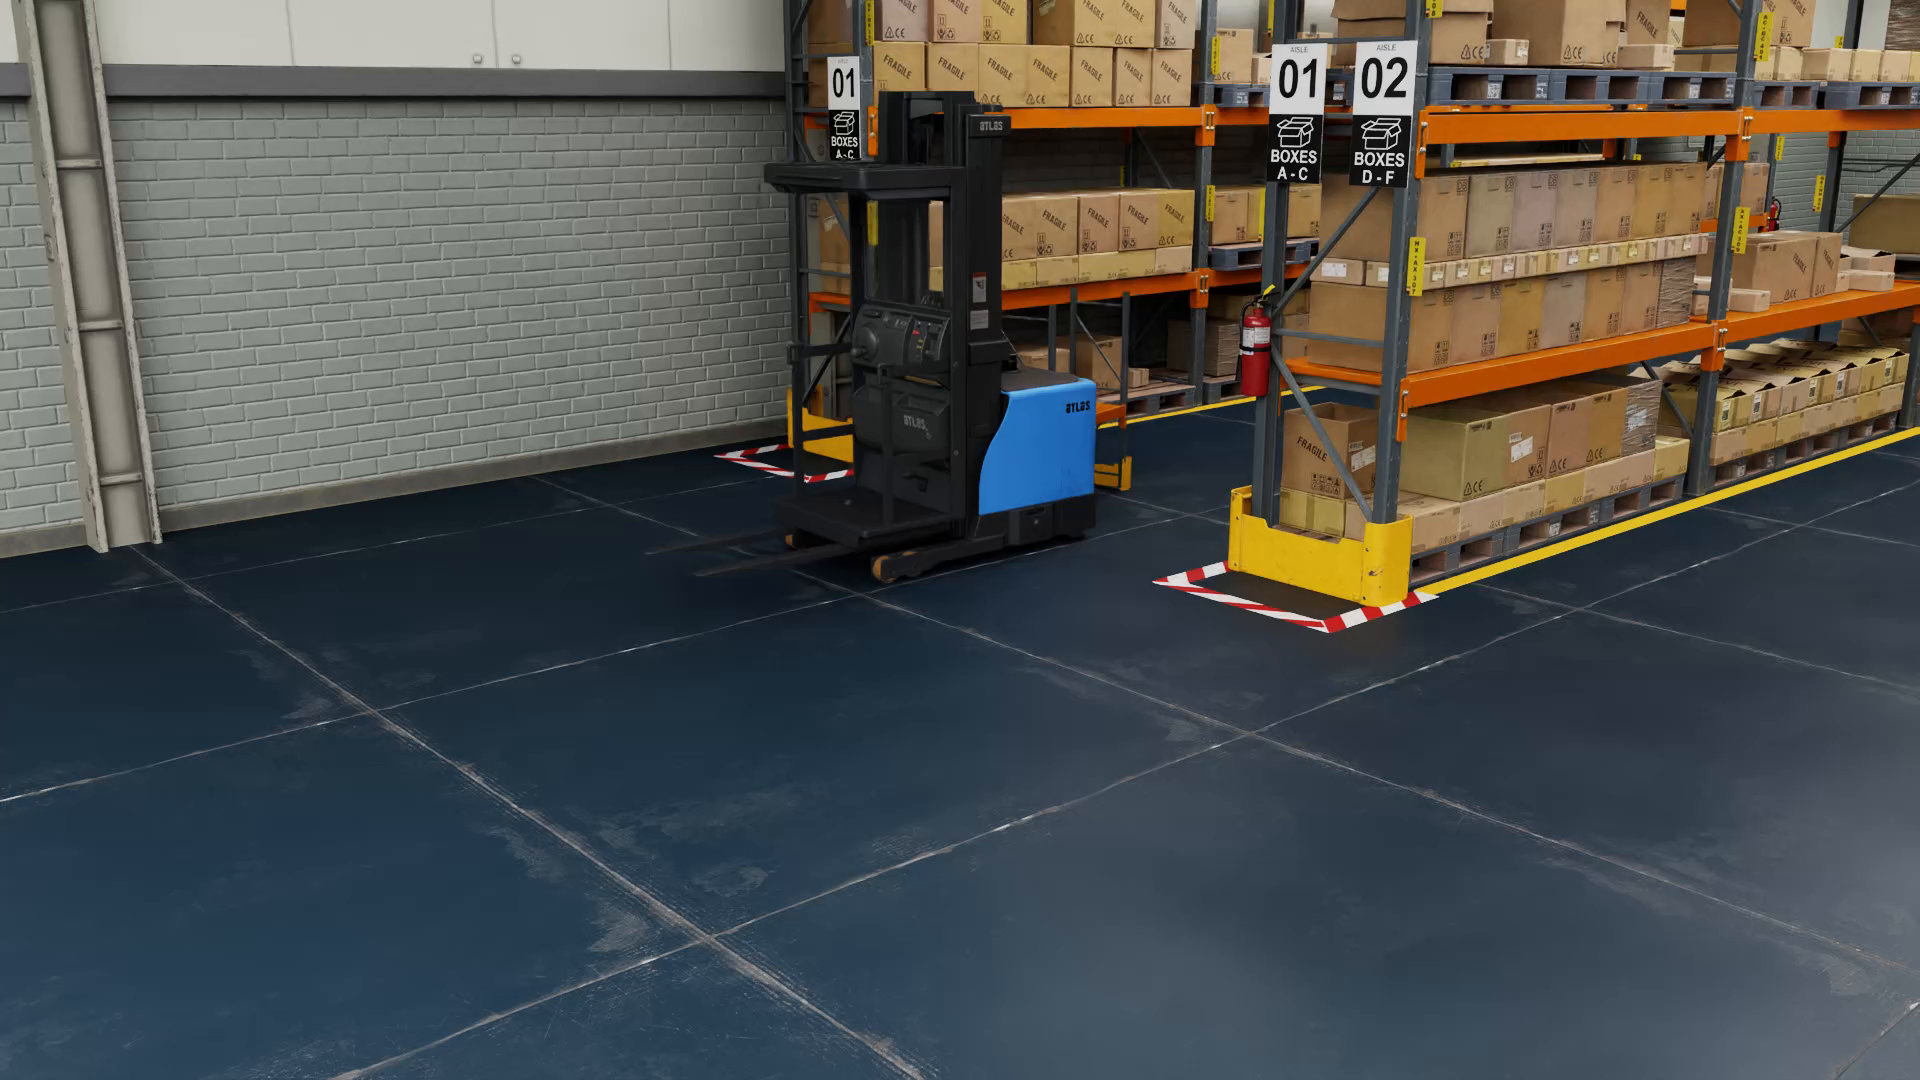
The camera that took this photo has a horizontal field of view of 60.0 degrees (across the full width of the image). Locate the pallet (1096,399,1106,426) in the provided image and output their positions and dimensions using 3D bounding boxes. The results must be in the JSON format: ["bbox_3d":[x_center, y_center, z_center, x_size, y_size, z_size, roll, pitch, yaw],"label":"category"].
[{"bbox_3d":[0.570,-1.160,15.183,1.213,0.211,1.003,-13,19,-39],"label":"pallet"}]

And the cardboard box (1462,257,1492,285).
[{"bbox_3d":[3.035,-1.667,10.229,0.250,0.149,0.380,-13,19,-39],"label":"cardboard box"}]

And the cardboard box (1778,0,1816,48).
[{"bbox_3d":[6.134,-4.011,12.666,0.500,0.500,0.500,-10,18,-34],"label":"cardboard box"}]

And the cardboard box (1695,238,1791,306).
[{"bbox_3d":[6.216,-2.136,13.241,0.500,0.500,0.500,-11,18,-35],"label":"cardboard box"}]

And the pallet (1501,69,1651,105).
[{"bbox_3d":[3.682,-2.923,10.739,1.213,0.211,1.003,-13,19,-39],"label":"pallet"}]

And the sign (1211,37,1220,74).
[{"bbox_3d":[2.336,-4.430,15.208,0.005,0.325,0.100,-13,19,-39],"label":"sign"}]

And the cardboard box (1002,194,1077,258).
[{"bbox_3d":[0.669,-2.737,14.485,0.500,0.500,0.500,-12,19,-38],"label":"cardboard box"}]

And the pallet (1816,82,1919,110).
[{"bbox_3d":[6.951,-3.585,13.412,1.213,0.211,1.003,-12,19,-37],"label":"pallet"}]

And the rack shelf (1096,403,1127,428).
[{"bbox_3d":[0.753,-0.870,12.298,0.538,0.185,1.000,10,18,34],"label":"rack shelf"}]

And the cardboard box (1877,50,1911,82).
[{"bbox_3d":[7.557,-3.949,13.885,0.500,0.250,0.500,-12,19,-38],"label":"cardboard box"}]

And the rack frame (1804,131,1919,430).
[{"bbox_3d":[8.246,-2.549,14.981,0.127,3.000,1.000,-13,19,-39],"label":"rack frame"}]

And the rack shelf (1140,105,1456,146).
[{"bbox_3d":[3.483,-4.276,17.027,4.000,0.370,1.077,-13,19,-39],"label":"rack shelf"}]

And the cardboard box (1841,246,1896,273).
[{"bbox_3d":[7.943,-2.453,14.794,0.500,0.311,0.500,-11,19,-36],"label":"cardboard box"}]

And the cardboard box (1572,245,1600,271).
[{"bbox_3d":[4.007,-1.885,11.044,0.250,0.149,0.380,-12,19,-38],"label":"cardboard box"}]

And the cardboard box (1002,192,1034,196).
[{"bbox_3d":[0.326,-2.836,14.852,0.500,0.500,0.500,-12,19,-39],"label":"cardboard box"}]

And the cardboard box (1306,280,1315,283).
[{"bbox_3d":[4.012,-2.664,17.948,0.500,0.250,0.500,-12,19,-38],"label":"cardboard box"}]

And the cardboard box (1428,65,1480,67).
[{"bbox_3d":[2.907,-3.088,10.390,0.500,0.250,0.500,-13,19,-39],"label":"cardboard box"}]

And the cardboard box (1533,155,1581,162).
[{"bbox_3d":[7.048,-4.454,19.852,0.500,0.250,0.500,-12,19,-38],"label":"cardboard box"}]

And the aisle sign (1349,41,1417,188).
[{"bbox_3d":[2.363,-2.379,9.307,0.004,0.787,0.394,-13,19,-39],"label":"aisle sign"}]

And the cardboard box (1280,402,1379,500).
[{"bbox_3d":[2.420,-0.580,10.668,0.500,0.500,0.500,-13,19,-39],"label":"cardboard box"}]

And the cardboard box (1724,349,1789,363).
[{"bbox_3d":[6.881,-1.487,14.430,0.500,0.311,0.500,-13,20,-41],"label":"cardboard box"}]

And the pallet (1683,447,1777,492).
[{"bbox_3d":[5.759,-0.657,13.300,1.213,0.211,1.003,-13,19,-39],"label":"pallet"}]

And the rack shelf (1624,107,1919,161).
[{"bbox_3d":[6.738,-3.312,13.419,4.000,0.370,1.077,-13,19,-39],"label":"rack shelf"}]

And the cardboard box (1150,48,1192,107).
[{"bbox_3d":[1.754,-4.208,15.148,0.500,0.500,0.500,-12,19,-38],"label":"cardboard box"}]

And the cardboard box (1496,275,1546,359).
[{"bbox_3d":[3.343,-1.492,10.829,0.500,0.500,0.700,-12,19,-39],"label":"cardboard box"}]

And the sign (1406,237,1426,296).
[{"bbox_3d":[2.571,-1.541,9.377,0.005,0.325,0.100,-13,19,-39],"label":"sign"}]

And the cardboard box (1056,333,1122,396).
[{"bbox_3d":[1.217,-1.657,15.631,0.500,0.500,0.500,14,21,43],"label":"cardboard box"}]

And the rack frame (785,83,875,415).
[{"bbox_3d":[-1.043,-2.158,13.516,0.127,3.000,1.000,-13,19,-39],"label":"rack frame"}]

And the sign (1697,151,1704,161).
[{"bbox_3d":[10.667,-5.434,23.949,0.005,0.325,0.100,-13,19,-39],"label":"sign"}]

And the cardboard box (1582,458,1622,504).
[{"bbox_3d":[4.271,-0.455,11.654,0.500,0.250,0.500,-13,19,-39],"label":"cardboard box"}]

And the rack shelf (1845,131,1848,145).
[{"bbox_3d":[9.755,-3.990,15.955,4.000,0.370,1.077,-13,19,-39],"label":"rack shelf"}]

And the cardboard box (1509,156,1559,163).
[{"bbox_3d":[6.664,-4.368,19.528,0.500,0.250,0.500,-13,20,-40],"label":"cardboard box"}]

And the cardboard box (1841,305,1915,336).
[{"bbox_3d":[8.837,-2.131,15.953,0.500,0.250,0.500,-12,19,-37],"label":"cardboard box"}]

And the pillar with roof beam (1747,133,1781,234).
[{"bbox_3d":[15.322,-7.554,22.094,0.400,9.000,9.100,-13,19,-39],"label":"pillar with roof beam"}]

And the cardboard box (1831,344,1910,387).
[{"bbox_3d":[8.013,-1.558,14.698,0.500,0.311,0.500,-12,19,-38],"label":"cardboard box"}]

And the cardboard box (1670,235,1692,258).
[{"bbox_3d":[4.976,-2.104,11.864,0.250,0.149,0.380,-13,20,-41],"label":"cardboard box"}]

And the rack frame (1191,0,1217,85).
[{"bbox_3d":[1.974,-5.734,15.278,0.127,3.000,1.000,-13,19,-39],"label":"rack frame"}]

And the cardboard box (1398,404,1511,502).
[{"bbox_3d":[3.138,-0.563,10.608,0.500,0.500,0.500,-13,19,-39],"label":"cardboard box"}]

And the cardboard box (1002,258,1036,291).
[{"bbox_3d":[0.304,-2.292,14.269,0.500,0.250,0.500,-13,20,-40],"label":"cardboard box"}]

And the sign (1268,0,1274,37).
[{"bbox_3d":[1.866,-3.141,9.821,0.005,0.325,0.100,-13,19,-39],"label":"sign"}]

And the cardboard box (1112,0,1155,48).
[{"bbox_3d":[1.365,-4.593,14.648,0.500,0.500,0.500,-11,19,-36],"label":"cardboard box"}]

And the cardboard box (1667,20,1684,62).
[{"bbox_3d":[8.731,-6.247,20.842,0.500,0.500,0.500,-13,20,-40],"label":"cardboard box"}]

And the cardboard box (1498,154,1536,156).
[{"bbox_3d":[6.726,-4.552,20.215,0.500,0.250,0.500,-14,20,-41],"label":"cardboard box"}]

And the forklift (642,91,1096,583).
[{"bbox_3d":[-0.543,-1.305,10.454,3.031,2.935,1.130,-12,19,-37],"label":"forklift"}]

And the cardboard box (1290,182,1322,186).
[{"bbox_3d":[3.718,-3.477,17.408,0.500,0.500,0.700,-13,19,-39],"label":"cardboard box"}]

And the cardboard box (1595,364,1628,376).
[{"bbox_3d":[4.673,-1.091,12.582,0.500,0.500,0.500,-13,19,-39],"label":"cardboard box"}]

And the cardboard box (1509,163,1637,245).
[{"bbox_3d":[4.140,-2.300,11.340,0.500,0.500,0.700,-13,20,-39],"label":"cardboard box"}]

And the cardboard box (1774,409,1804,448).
[{"bbox_3d":[6.471,-0.941,13.474,0.500,0.250,0.500,-13,20,-41],"label":"cardboard box"}]

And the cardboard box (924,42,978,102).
[{"bbox_3d":[-0.198,-3.757,13.457,0.500,0.500,0.500,-11,19,-36],"label":"cardboard box"}]

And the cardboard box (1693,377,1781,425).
[{"bbox_3d":[6.085,-1.122,13.067,0.500,0.311,0.500,-13,20,-40],"label":"cardboard box"}]

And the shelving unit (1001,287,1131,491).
[{"bbox_3d":[0.758,-1.046,12.259,0.587,1.500,1.083,10,18,34],"label":"shelving unit"}]

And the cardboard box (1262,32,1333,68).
[{"bbox_3d":[3.369,-4.822,16.669,0.500,0.500,0.500,-14,20,-41],"label":"cardboard box"}]

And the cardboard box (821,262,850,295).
[{"bbox_3d":[-0.818,-2.212,13.970,0.500,0.250,0.500,-12,19,-39],"label":"cardboard box"}]
